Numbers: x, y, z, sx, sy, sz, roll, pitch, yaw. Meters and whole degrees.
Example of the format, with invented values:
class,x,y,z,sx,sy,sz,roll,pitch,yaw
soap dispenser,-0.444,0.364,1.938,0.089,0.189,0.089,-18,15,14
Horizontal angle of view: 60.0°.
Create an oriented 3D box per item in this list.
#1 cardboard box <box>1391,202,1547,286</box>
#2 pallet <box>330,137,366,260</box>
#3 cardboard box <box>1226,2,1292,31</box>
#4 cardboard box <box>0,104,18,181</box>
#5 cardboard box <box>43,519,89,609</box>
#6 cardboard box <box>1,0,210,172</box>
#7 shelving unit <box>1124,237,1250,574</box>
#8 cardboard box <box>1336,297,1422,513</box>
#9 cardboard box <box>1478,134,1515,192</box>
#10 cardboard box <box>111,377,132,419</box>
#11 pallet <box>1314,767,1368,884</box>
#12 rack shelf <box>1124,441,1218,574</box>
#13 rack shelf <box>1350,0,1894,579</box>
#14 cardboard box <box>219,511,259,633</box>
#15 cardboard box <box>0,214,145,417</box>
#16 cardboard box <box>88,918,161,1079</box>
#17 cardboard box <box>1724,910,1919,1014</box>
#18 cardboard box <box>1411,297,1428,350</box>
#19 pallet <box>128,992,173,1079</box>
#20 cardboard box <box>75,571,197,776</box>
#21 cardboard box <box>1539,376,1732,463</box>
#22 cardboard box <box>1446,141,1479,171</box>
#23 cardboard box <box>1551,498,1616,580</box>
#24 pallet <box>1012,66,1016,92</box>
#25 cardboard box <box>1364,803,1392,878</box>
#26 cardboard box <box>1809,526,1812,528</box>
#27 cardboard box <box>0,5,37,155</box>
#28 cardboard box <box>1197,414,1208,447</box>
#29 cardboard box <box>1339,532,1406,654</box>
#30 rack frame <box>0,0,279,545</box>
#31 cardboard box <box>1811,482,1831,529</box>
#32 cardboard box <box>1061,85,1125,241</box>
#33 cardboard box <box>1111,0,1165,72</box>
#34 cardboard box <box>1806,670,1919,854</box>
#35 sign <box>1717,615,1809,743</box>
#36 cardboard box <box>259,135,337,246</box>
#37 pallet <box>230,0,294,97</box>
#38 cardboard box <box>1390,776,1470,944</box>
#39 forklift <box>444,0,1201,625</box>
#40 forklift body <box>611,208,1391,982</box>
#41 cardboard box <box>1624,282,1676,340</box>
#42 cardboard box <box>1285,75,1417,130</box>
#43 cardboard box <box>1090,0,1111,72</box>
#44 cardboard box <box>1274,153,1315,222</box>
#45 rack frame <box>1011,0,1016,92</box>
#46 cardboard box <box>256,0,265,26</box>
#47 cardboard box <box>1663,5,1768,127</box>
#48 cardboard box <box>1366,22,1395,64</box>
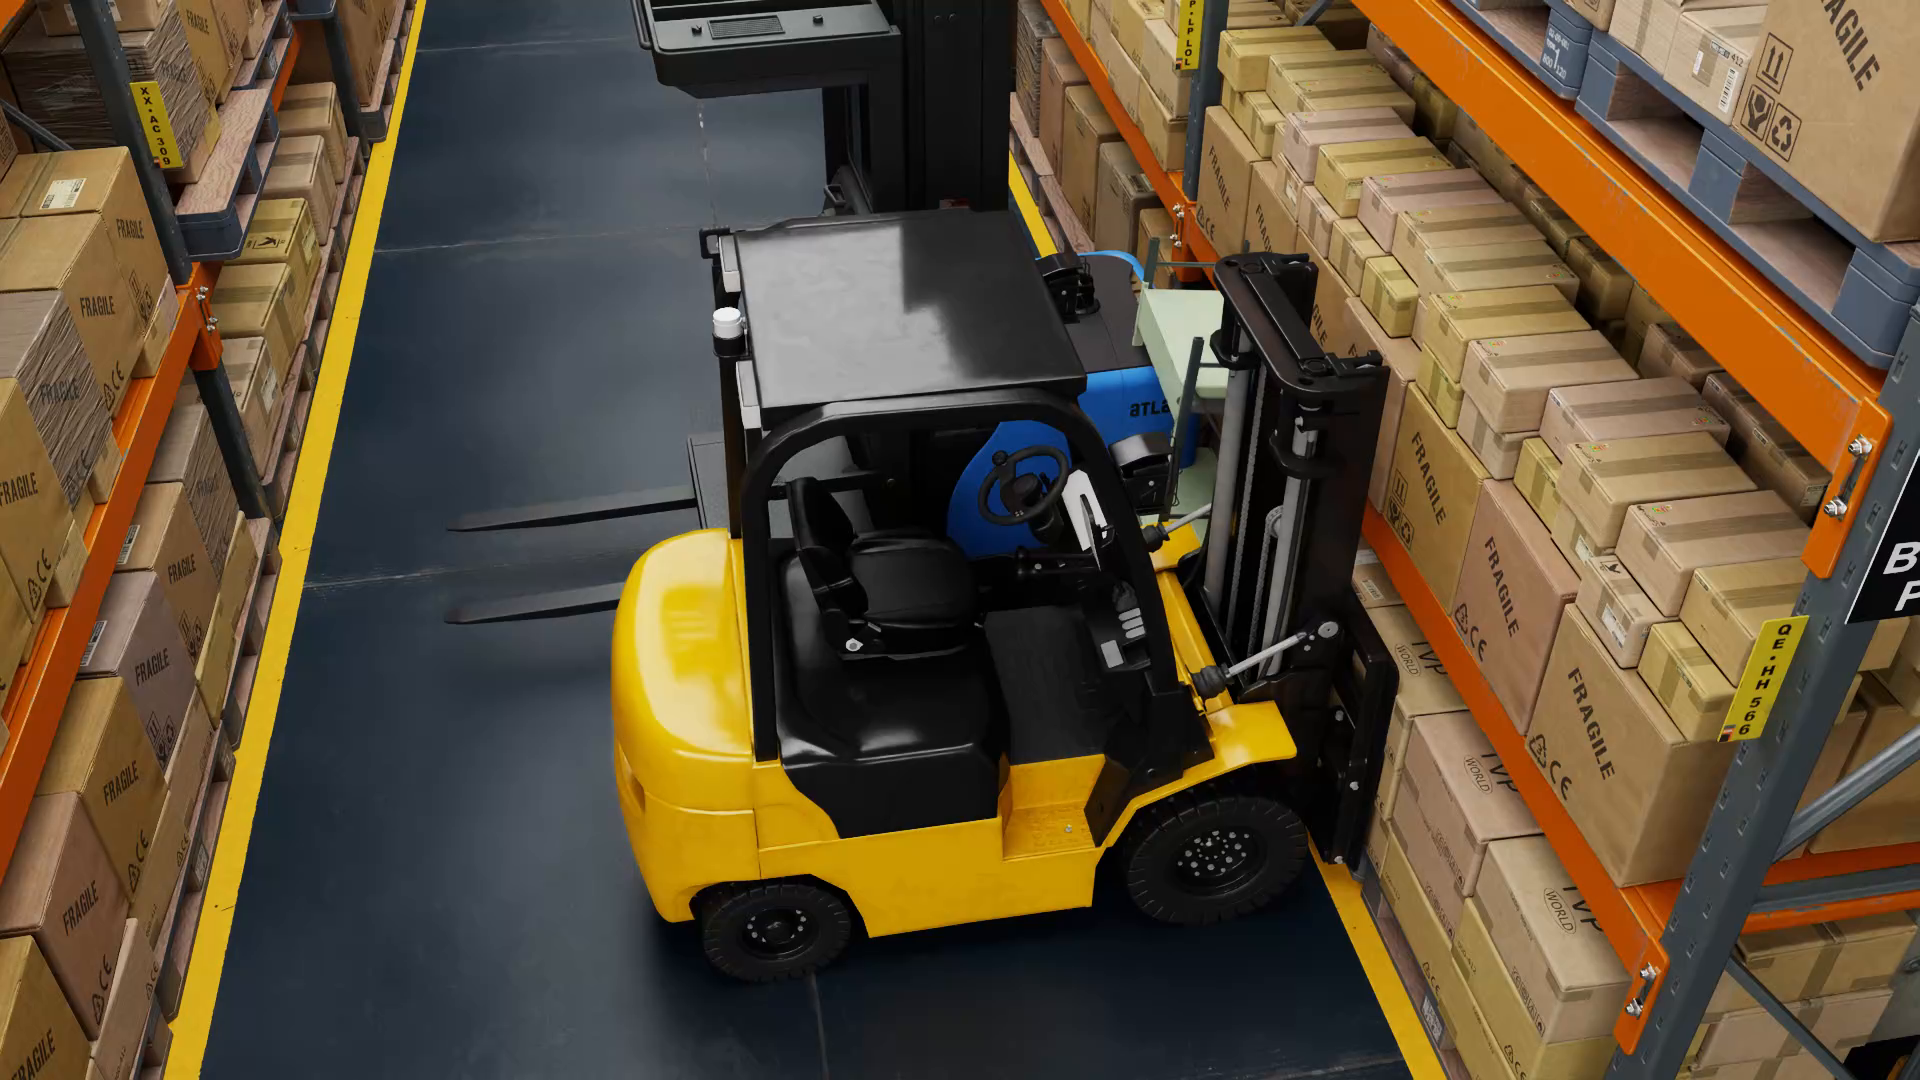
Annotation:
class,x,y,z,sx,sy,sz,roll,pitch,yaw
cardboard box,1.563,-0.906,5.118,0.380,0.149,0.250,-6,38,-8
pallet,-4.018,-1.942,9.578,1.003,0.211,1.213,-6,38,-8
cardboard box,1.155,-2.113,6.915,0.380,0.149,0.250,-5,38,-6
cardboard box,-3.589,-1.362,5.419,0.700,0.500,0.500,-7,38,-8
cardboard box,-2.818,0.084,4.902,0.380,0.149,0.250,-6,38,-8
cardboard box,-3.252,-1.736,6.373,0.500,0.500,0.500,-5,38,-7
shelving unit,0.884,-0.303,6.374,0.431,1.500,0.755,0,37,-8
cardboard box,1.519,-0.454,5.308,0.500,0.500,0.500,-6,38,-8
cardboard box,1.981,-1.270,5.588,0.380,0.149,0.250,-7,38,-9
cardboard box,-3.076,-0.523,5.683,0.380,0.149,0.250,-6,38,-8
pallet,1.749,0.689,6.191,1.003,0.211,1.213,-6,38,-8
rack shelf,0.856,-0.044,6.569,0.431,0.370,0.720,0,37,-8
rack shelf,1.784,-1.328,4.656,1.077,0.370,4.000,-6,38,-8
cardboard box,-3.084,0.149,6.512,0.500,0.250,0.500,-5,38,-6
cardboard box,-3.033,-0.704,5.388,0.500,0.500,0.500,-5,38,-6
cardboard box,-2.702,1.411,4.888,0.500,0.250,0.500,-5,38,-6
cardboard box,2.237,0.995,4.608,0.500,0.250,0.500,-7,38,-9
cardboard box,1.594,-0.627,5.002,0.380,0.149,0.250,-6,38,-8
pallet,-2.872,1.878,4.661,1.003,0.211,1.213,-6,38,-8
cardboard box,-2.903,0.468,5.490,0.500,0.500,0.500,-4,38,-6
cardboard box,1.748,-0.285,4.320,0.380,0.149,0.250,-6,38,-8
cardboard box,1.943,-1.304,5.873,0.380,0.149,0.250,-6,38,-8
cardboard box,1.739,-0.009,4.206,0.380,0.149,0.250,-6,38,-7
pallet,0.639,-3.405,11.461,1.003,0.211,1.213,-6,38,-8
cardboard box,1.585,0.846,5.615,0.500,0.250,0.500,-6,38,-7
cardboard box,2.187,-0.044,4.251,0.380,0.149,0.250,-7,38,-9
cardboard box,-3.759,-1.676,6.297,0.500,0.500,0.500,-7,38,-9
cardboard box,1.215,-0.587,7.053,0.500,0.250,0.500,-6,38,-8
cardboard box,1.472,0.143,5.705,0.500,0.250,0.500,-7,38,-9
rack frame,-3.452,-1.099,6.220,1.000,3.000,0.127,-6,38,-8
cardboard box,2.302,-0.026,3.985,0.380,0.149,0.250,-5,38,-6
cardboard box,1.069,-2.101,9.102,0.875,0.625,0.625,-8,39,-10
cardboard box,0.999,-2.353,7.548,0.500,0.250,0.500,-7,38,-9
cardboard box,2.322,0.412,4.193,0.500,0.500,0.500,-5,38,-6
sign,1.598,0.280,3.308,0.100,0.325,0.005,-6,38,-8
cardboard box,-3.927,-1.856,8.994,0.950,0.372,0.625,-7,38,-9
pallet,-3.766,-2.248,7.855,1.003,0.211,1.213,-6,38,-8
cardboard box,1.665,0.939,5.088,0.500,0.250,0.500,-7,38,-8
forklift,-0.609,-1.071,6.239,3.031,2.935,1.130,-8,39,-10
forklift body,0.007,0.167,5.282,2.313,2.155,1.214,-6,38,-8
cardboard box,2.165,-0.655,4.795,0.380,0.149,0.250,-7,38,-9
cardboard box,1.386,-1.523,5.912,0.380,0.149,0.250,-7,38,-9
cardboard box,0.937,-2.459,8.092,0.500,0.250,0.500,-6,38,-8
cardboard box,1.321,-1.243,5.794,0.380,0.149,0.250,-5,38,-7
rack frame,0.733,-4.051,10.020,1.000,3.000,0.127,-6,38,-8
cardboard box,-3.515,-2.482,7.862,0.380,0.149,0.250,-7,38,-9
cardboard box,1.691,-0.978,3.400,0.380,0.149,0.250,-7,38,-9
cardboard box,1.787,-1.888,6.383,0.380,0.149,0.250,-6,38,-8
